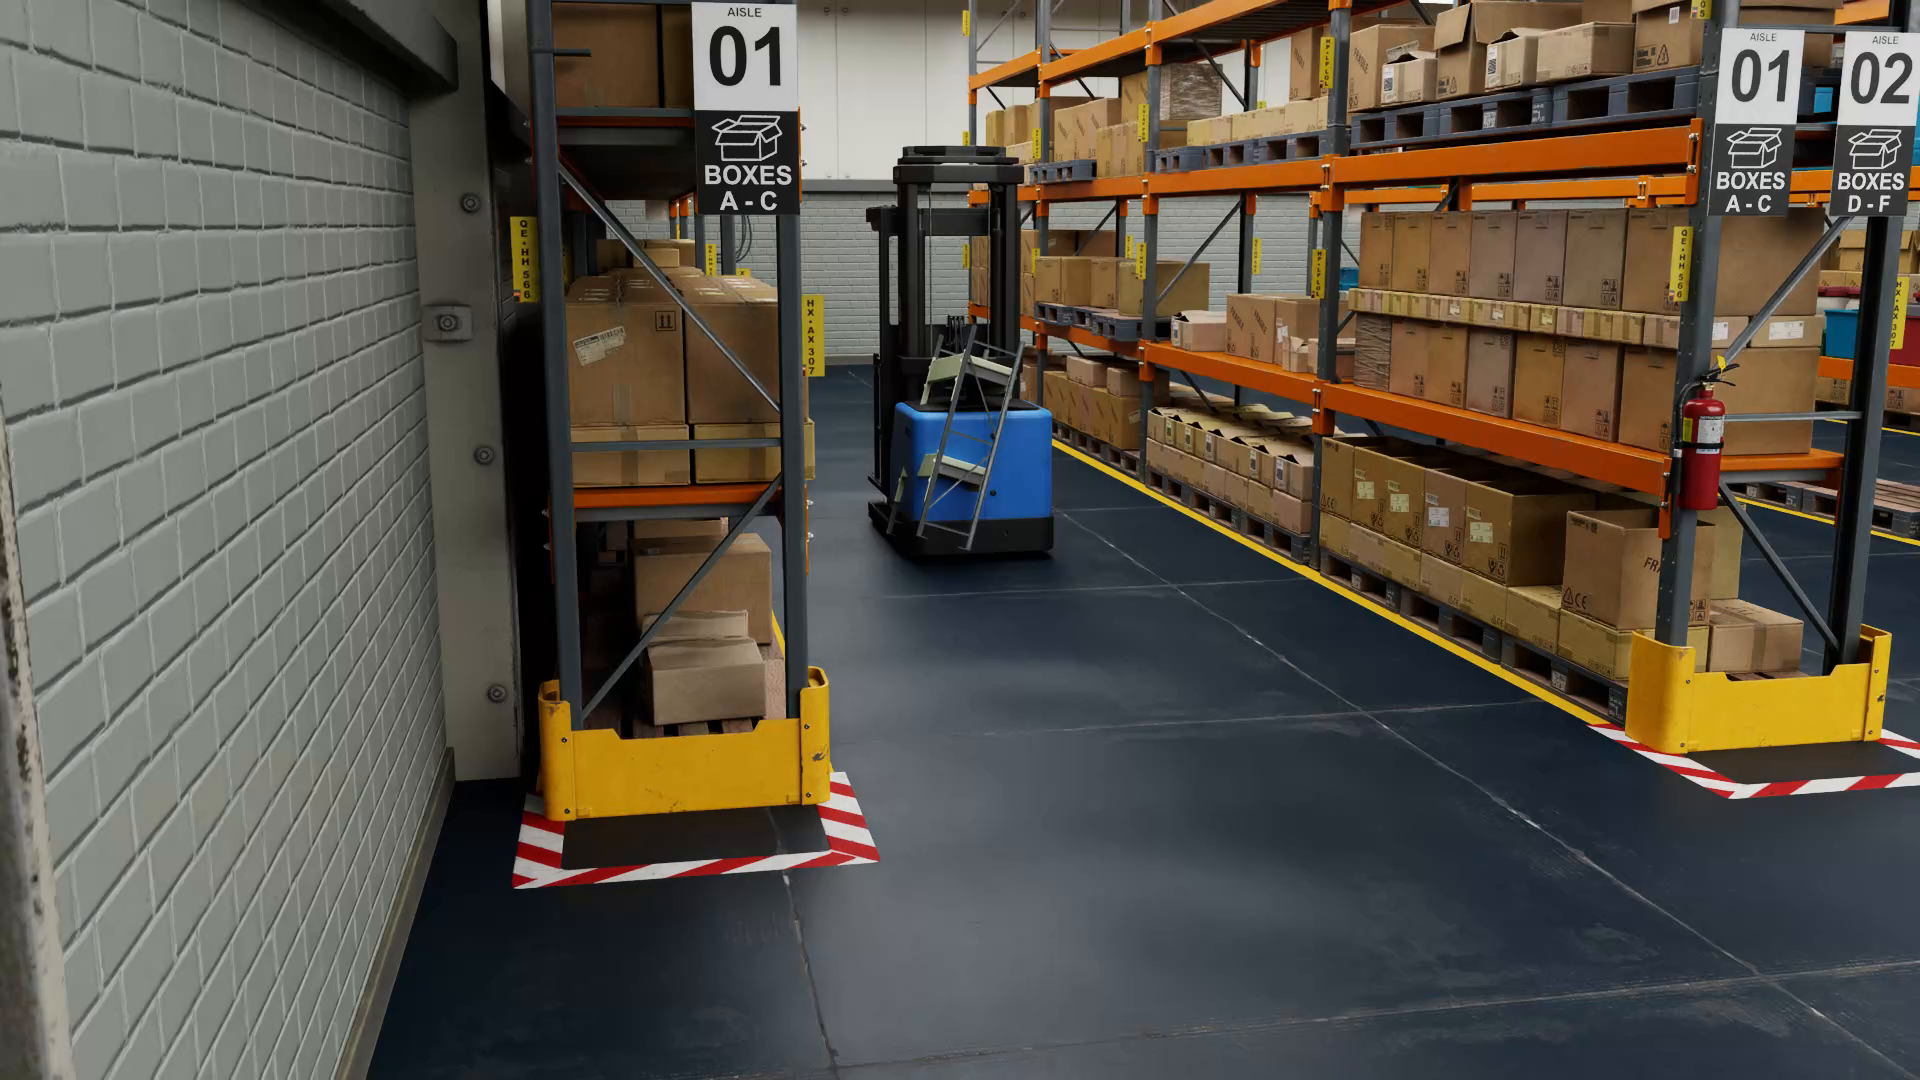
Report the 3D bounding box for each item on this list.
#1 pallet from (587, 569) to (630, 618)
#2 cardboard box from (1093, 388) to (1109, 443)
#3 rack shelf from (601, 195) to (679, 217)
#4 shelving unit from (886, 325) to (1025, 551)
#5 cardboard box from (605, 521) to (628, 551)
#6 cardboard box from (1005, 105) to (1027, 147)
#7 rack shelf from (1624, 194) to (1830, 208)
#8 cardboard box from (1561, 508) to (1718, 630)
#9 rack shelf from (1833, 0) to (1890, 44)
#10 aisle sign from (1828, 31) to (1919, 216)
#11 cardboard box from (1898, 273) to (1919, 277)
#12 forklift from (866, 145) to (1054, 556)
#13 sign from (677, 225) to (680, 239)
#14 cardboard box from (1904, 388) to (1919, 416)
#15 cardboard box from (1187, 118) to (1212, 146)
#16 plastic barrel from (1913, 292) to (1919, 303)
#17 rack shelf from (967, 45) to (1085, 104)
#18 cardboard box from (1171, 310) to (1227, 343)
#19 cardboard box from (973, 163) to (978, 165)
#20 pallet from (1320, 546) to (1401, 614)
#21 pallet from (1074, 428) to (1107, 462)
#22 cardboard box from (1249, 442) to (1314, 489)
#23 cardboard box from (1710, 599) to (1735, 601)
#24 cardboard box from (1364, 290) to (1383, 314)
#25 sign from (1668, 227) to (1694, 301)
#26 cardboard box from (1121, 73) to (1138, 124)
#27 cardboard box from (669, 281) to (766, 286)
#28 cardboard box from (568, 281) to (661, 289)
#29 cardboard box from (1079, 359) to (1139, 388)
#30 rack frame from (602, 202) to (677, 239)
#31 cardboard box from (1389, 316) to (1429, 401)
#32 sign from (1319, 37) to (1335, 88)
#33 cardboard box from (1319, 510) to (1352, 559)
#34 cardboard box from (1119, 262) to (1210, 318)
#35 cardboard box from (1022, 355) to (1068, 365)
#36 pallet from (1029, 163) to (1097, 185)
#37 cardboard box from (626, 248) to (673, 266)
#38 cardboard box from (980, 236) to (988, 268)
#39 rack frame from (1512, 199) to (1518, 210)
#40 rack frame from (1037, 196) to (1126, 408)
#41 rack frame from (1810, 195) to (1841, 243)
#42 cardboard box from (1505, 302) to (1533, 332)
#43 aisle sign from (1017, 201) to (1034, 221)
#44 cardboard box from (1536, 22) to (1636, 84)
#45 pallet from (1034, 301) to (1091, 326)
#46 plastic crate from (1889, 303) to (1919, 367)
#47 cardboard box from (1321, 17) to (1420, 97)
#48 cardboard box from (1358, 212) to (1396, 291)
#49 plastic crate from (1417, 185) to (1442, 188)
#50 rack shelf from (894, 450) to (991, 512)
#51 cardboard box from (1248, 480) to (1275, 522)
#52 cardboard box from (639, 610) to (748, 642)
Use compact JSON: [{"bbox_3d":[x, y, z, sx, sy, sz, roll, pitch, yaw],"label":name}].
[{"bbox_3d":[-1.739,0.385,10.111,1.003,0.211,1.213,-2,11,-11],"label":"pallet"},{"bbox_3d":[1.663,-1.268,16.842,0.500,0.500,0.500,-3,11,-13],"label":"cardboard box"},{"bbox_3d":[-3.850,-4.061,19.913,1.077,0.370,4.000,-2,11,-11],"label":"rack shelf"},{"bbox_3d":[-0.042,-0.709,11.767,0.431,1.500,0.755,16,-4,-19],"label":"shelving unit"},{"bbox_3d":[-2.064,-0.230,11.389,0.700,0.500,0.500,-2,11,-9],"label":"cardboard box"},{"bbox_3d":[0.958,-5.131,20.669,0.700,0.500,0.500,-2,11,-11],"label":"cardboard box"},{"bbox_3d":[10.727,-4.602,22.752,1.077,0.370,4.000,-2,11,-11],"label":"rack shelf"},{"bbox_3d":[3.335,0.134,8.194,0.500,0.500,0.500,-2,11,-11],"label":"cardboard box"},{"bbox_3d":[7.424,-4.231,13.854,1.077,0.370,4.000,-2,11,-11],"label":"rack shelf"},{"bbox_3d":[4.045,-1.830,7.338,0.394,0.787,0.004,-2,11,-11],"label":"aisle sign"},{"bbox_3d":[11.155,-2.886,19.571,0.500,0.500,0.500,-2,11,-12],"label":"cardboard box"},{"bbox_3d":[-0.127,-1.555,13.028,1.130,2.935,3.031,-2,11,-11],"label":"forklift"},{"bbox_3d":[-3.704,-4.010,22.013,0.100,0.325,0.005,-2,11,-11],"label":"sign"},{"bbox_3d":[11.614,-1.835,18.873,1.225,0.875,0.875,-2,11,-11],"label":"cardboard box"},{"bbox_3d":[2.319,-3.546,14.563,0.500,0.250,0.500,-3,11,-15],"label":"cardboard box"},{"bbox_3d":[7.842,-1.717,13.334,0.433,0.535,0.433,0,11,0],"label":"plastic barrel"},{"bbox_3d":[1.009,-5.714,20.583,1.077,0.370,4.000,-2,11,-11],"label":"rack shelf"},{"bbox_3d":[2.204,-1.909,14.944,0.500,0.311,0.500,-1,11,-7],"label":"cardboard box"},{"bbox_3d":[0.464,-5.030,22.146,0.500,0.250,0.500,-2,11,-11],"label":"cardboard box"},{"bbox_3d":[3.067,0.229,10.927,1.003,0.211,1.213,-2,11,-11],"label":"pallet"},{"bbox_3d":[1.834,-1.013,17.455,1.003,0.211,1.213,-2,11,-11],"label":"pallet"},{"bbox_3d":[2.486,-0.578,12.441,0.500,0.311,0.500,-2,11,-9],"label":"cardboard box"},{"bbox_3d":[3.745,0.392,8.844,0.500,0.250,0.500,-2,11,-11],"label":"cardboard box"},{"bbox_3d":[2.865,-1.553,10.833,0.380,0.149,0.250,-2,11,-10],"label":"cardboard box"},{"bbox_3d":[3.197,-1.222,7.365,0.100,0.325,0.005,-2,11,-11],"label":"sign"},{"bbox_3d":[1.899,-4.303,16.316,0.500,0.500,0.500,-2,11,-11],"label":"cardboard box"},{"bbox_3d":[-1.319,-1.152,9.069,0.500,0.500,0.500,-2,11,-13],"label":"cardboard box"},{"bbox_3d":[-1.830,-1.131,8.959,0.500,0.500,0.500,-2,11,-9],"label":"cardboard box"},{"bbox_3d":[1.545,-1.739,17.312,0.500,0.250,0.500,-2,11,-12],"label":"cardboard box"},{"bbox_3d":[-4.239,-3.308,22.054,1.000,3.000,0.127,-2,11,-11],"label":"rack frame"},{"bbox_3d":[3.155,-1.159,10.498,0.700,0.500,0.500,-2,11,-12],"label":"cardboard box"},{"bbox_3d":[2.423,-3.148,10.969,0.100,0.325,0.005,-2,11,-11],"label":"sign"},{"bbox_3d":[2.746,-0.047,11.153,0.500,0.250,0.500,-2,11,-11],"label":"cardboard box"},{"bbox_3d":[1.943,-2.388,15.831,0.700,0.500,0.500,-6,12,-30],"label":"cardboard box"},{"bbox_3d":[1.027,-2.089,21.151,0.797,0.503,0.637,-2,11,-11],"label":"cardboard box"},{"bbox_3d":[1.456,-4.014,18.244,1.213,0.211,1.003,-2,11,-11],"label":"pallet"},{"bbox_3d":[-2.586,-2.362,13.907,0.380,0.149,0.250,-4,11,-18],"label":"cardboard box"},{"bbox_3d":[0.556,-3.842,21.921,0.500,0.500,0.500,-2,11,-10],"label":"cardboard box"},{"bbox_3d":[6.257,-2.935,20.092,1.000,3.000,0.127,-2,11,-11],"label":"rack frame"},{"bbox_3d":[1.398,-2.755,19.149,1.000,3.000,0.127,-2,11,-11],"label":"rack frame"},{"bbox_3d":[11.116,-3.115,21.038,1.000,3.000,0.127,-2,11,-11],"label":"rack frame"},{"bbox_3d":[3.217,-1.223,9.095,0.380,0.149,0.250,-2,11,-9],"label":"cardboard box"},{"bbox_3d":[0.907,-4.789,22.885,0.394,0.787,0.004,-2,11,-11],"label":"aisle sign"},{"bbox_3d":[3.249,-2.431,8.326,0.500,0.250,0.500,-2,11,-11],"label":"cardboard box"},{"bbox_3d":[1.446,-2.510,18.376,1.003,0.211,1.213,-2,11,-11],"label":"pallet"},{"bbox_3d":[7.419,-1.576,12.785,0.402,0.464,0.583,-2,11,-11],"label":"plastic crate"},{"bbox_3d":[2.872,-3.377,11.666,0.500,0.500,0.500,-2,11,-10],"label":"cardboard box"},{"bbox_3d":[3.046,-1.893,10.883,0.700,0.500,0.500,-2,11,-11],"label":"cardboard box"},{"bbox_3d":[5.878,-4.371,20.182,0.450,0.188,0.662,-2,11,-11],"label":"plastic crate"},{"bbox_3d":[-0.126,-0.395,11.747,0.431,0.370,0.720,16,-4,-19],"label":"rack shelf"},{"bbox_3d":[2.492,-0.302,12.490,0.500,0.250,0.500,-2,11,-12],"label":"cardboard box"},{"bbox_3d":[-1.284,0.497,8.079,0.500,0.311,0.500,-1,11,-6],"label":"cardboard box"}]
